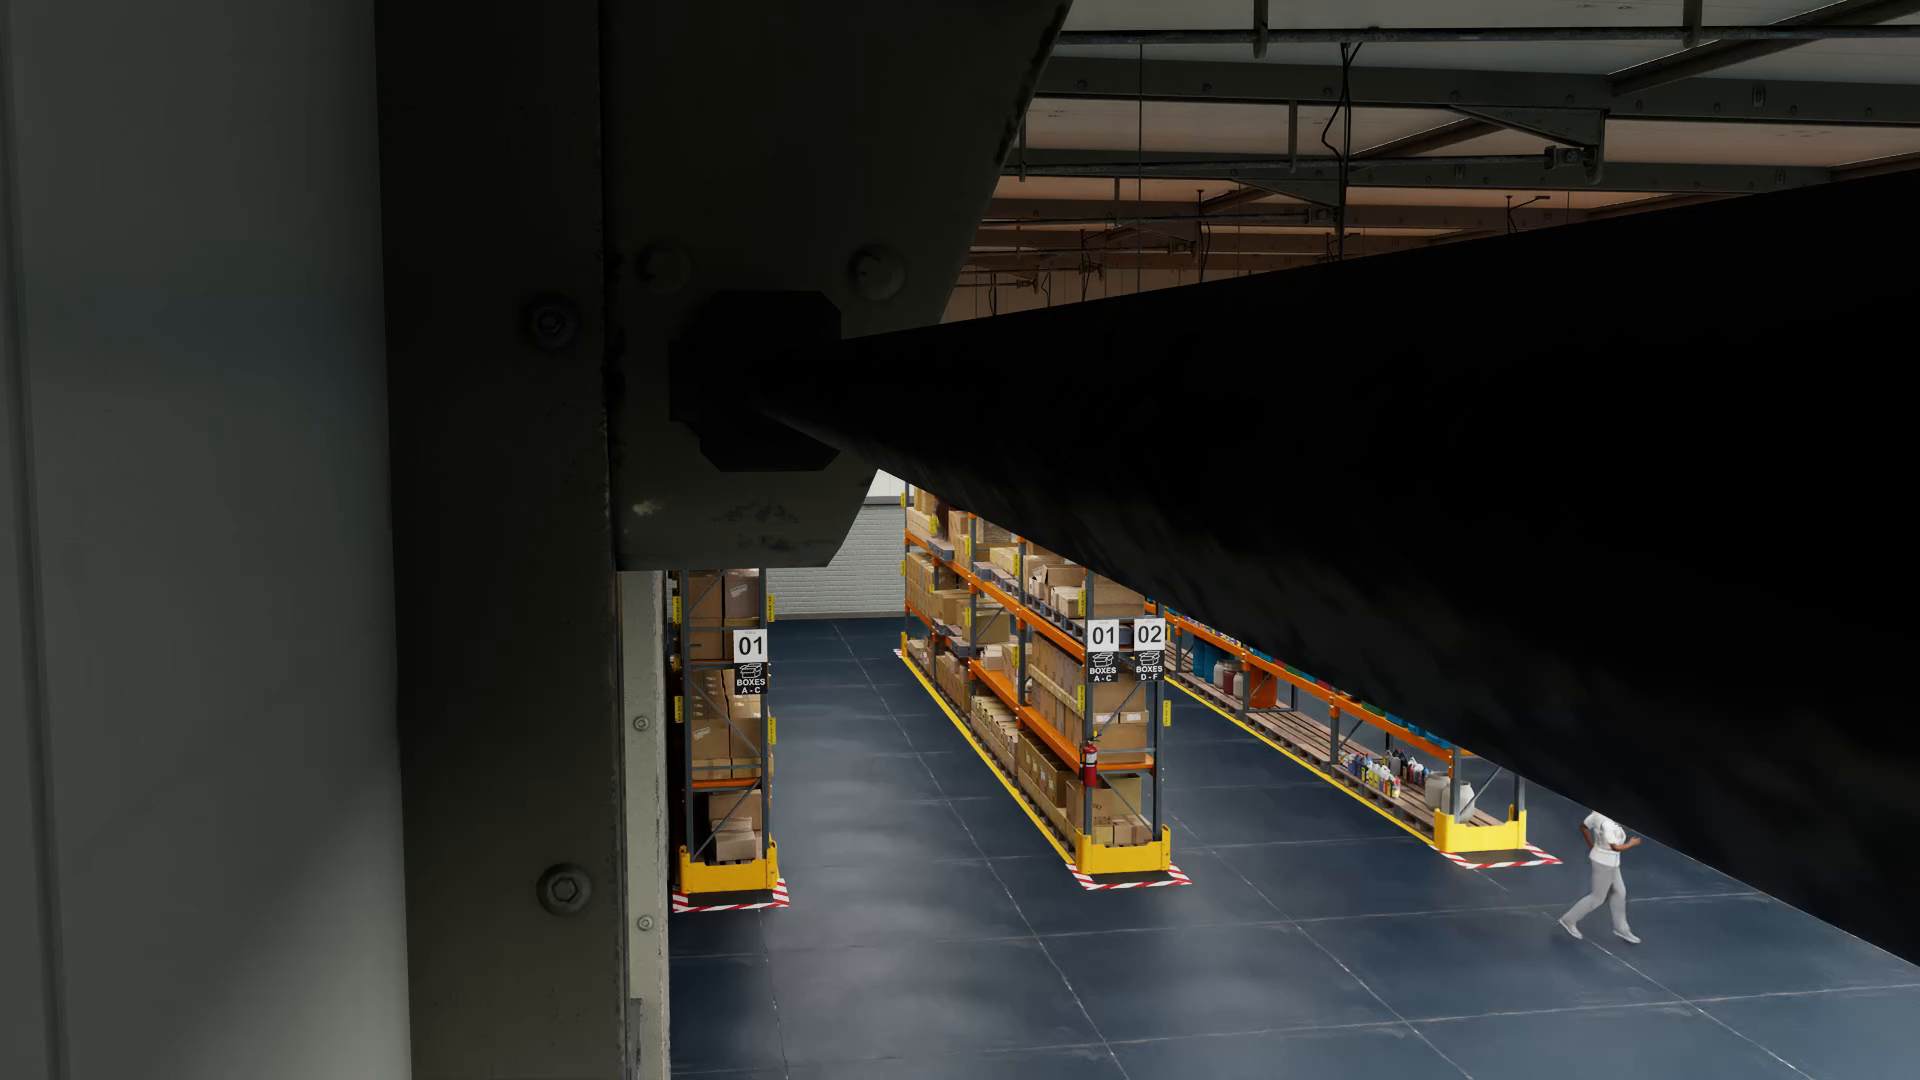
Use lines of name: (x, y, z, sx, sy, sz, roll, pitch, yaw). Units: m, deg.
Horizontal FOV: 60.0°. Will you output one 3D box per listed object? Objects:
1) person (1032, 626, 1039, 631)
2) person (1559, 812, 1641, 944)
person: (1.465, 1.507, 35.477, 0.708, 1.824, 0.873, -2, 6, -16)
person: (7.060, 3.580, 18.280, 0.871, 1.718, 0.595, 1, 6, 14)
